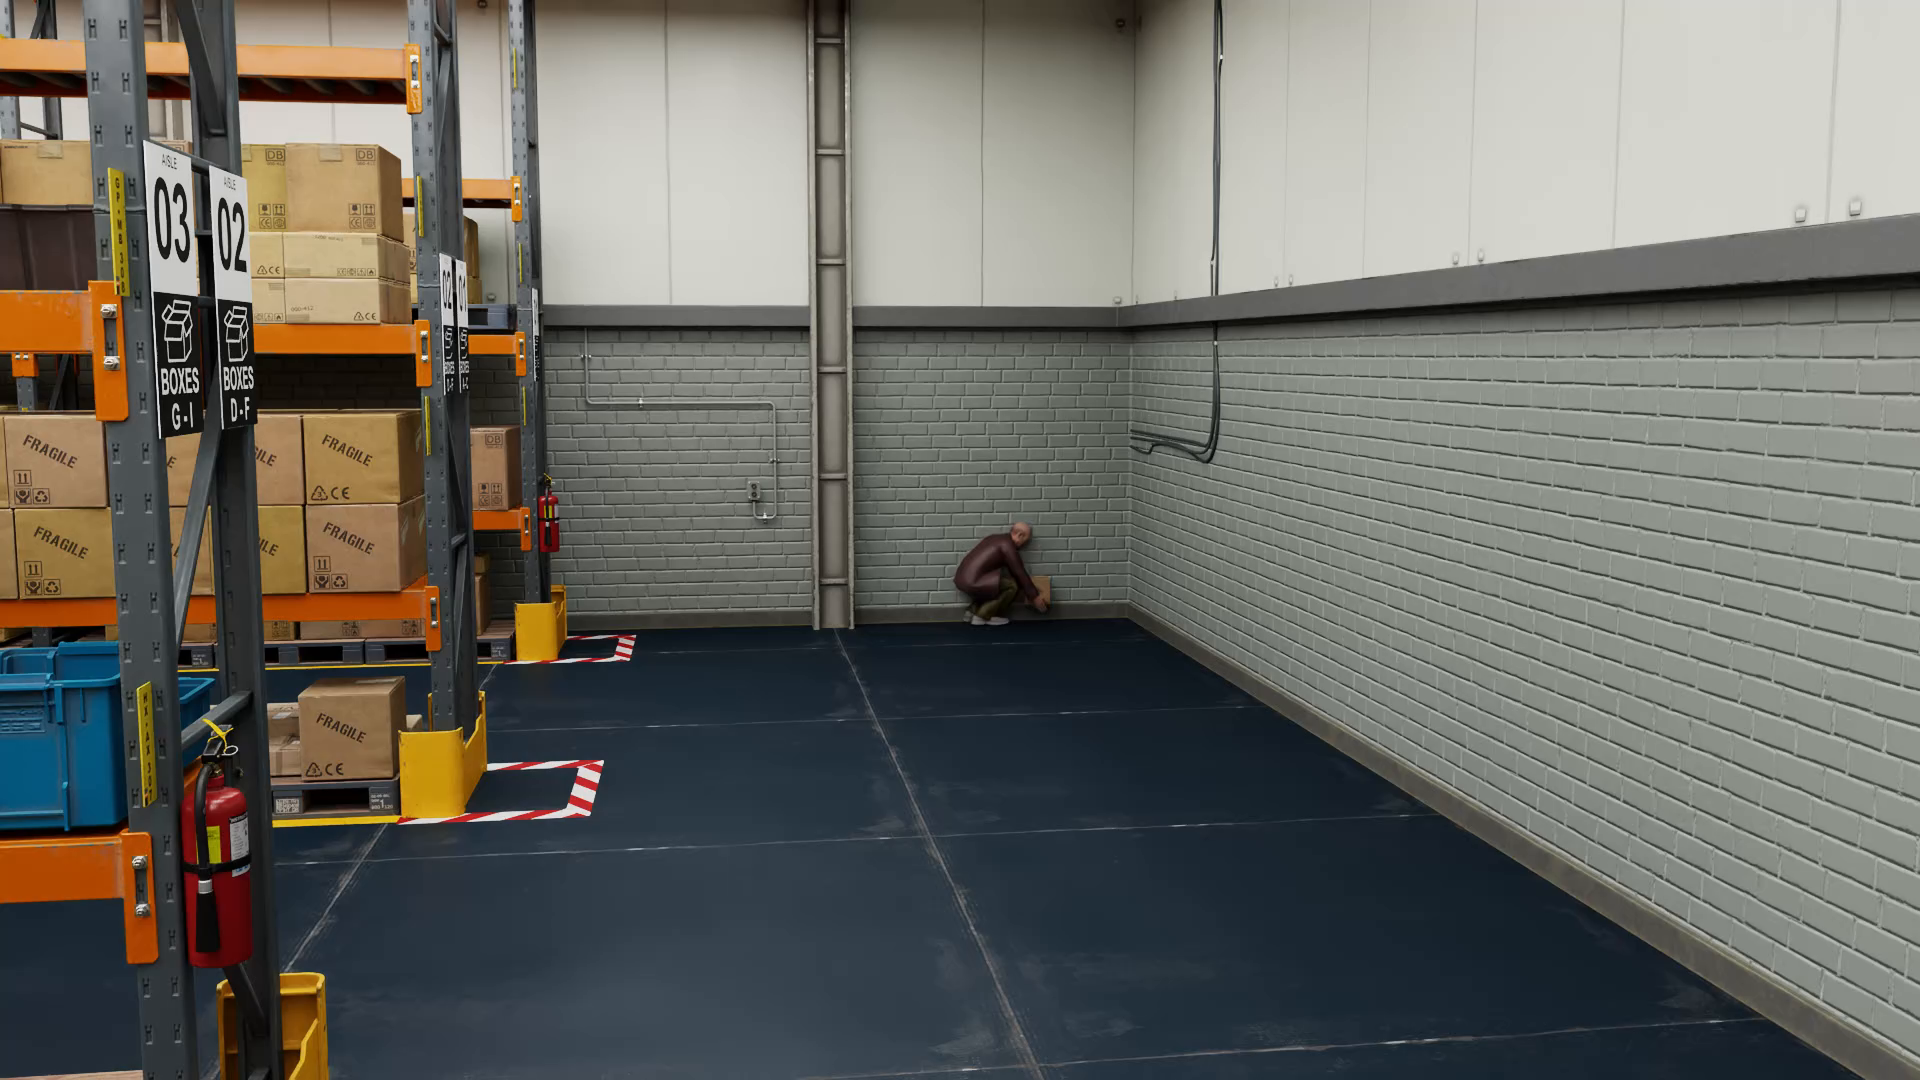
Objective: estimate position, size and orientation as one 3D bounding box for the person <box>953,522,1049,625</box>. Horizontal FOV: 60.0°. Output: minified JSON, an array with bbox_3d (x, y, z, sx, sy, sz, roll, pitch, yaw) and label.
[{"bbox_3d":[0.394,0.330,16.376,0.926,0.996,0.583,-1,6,-10],"label":"person"}]
